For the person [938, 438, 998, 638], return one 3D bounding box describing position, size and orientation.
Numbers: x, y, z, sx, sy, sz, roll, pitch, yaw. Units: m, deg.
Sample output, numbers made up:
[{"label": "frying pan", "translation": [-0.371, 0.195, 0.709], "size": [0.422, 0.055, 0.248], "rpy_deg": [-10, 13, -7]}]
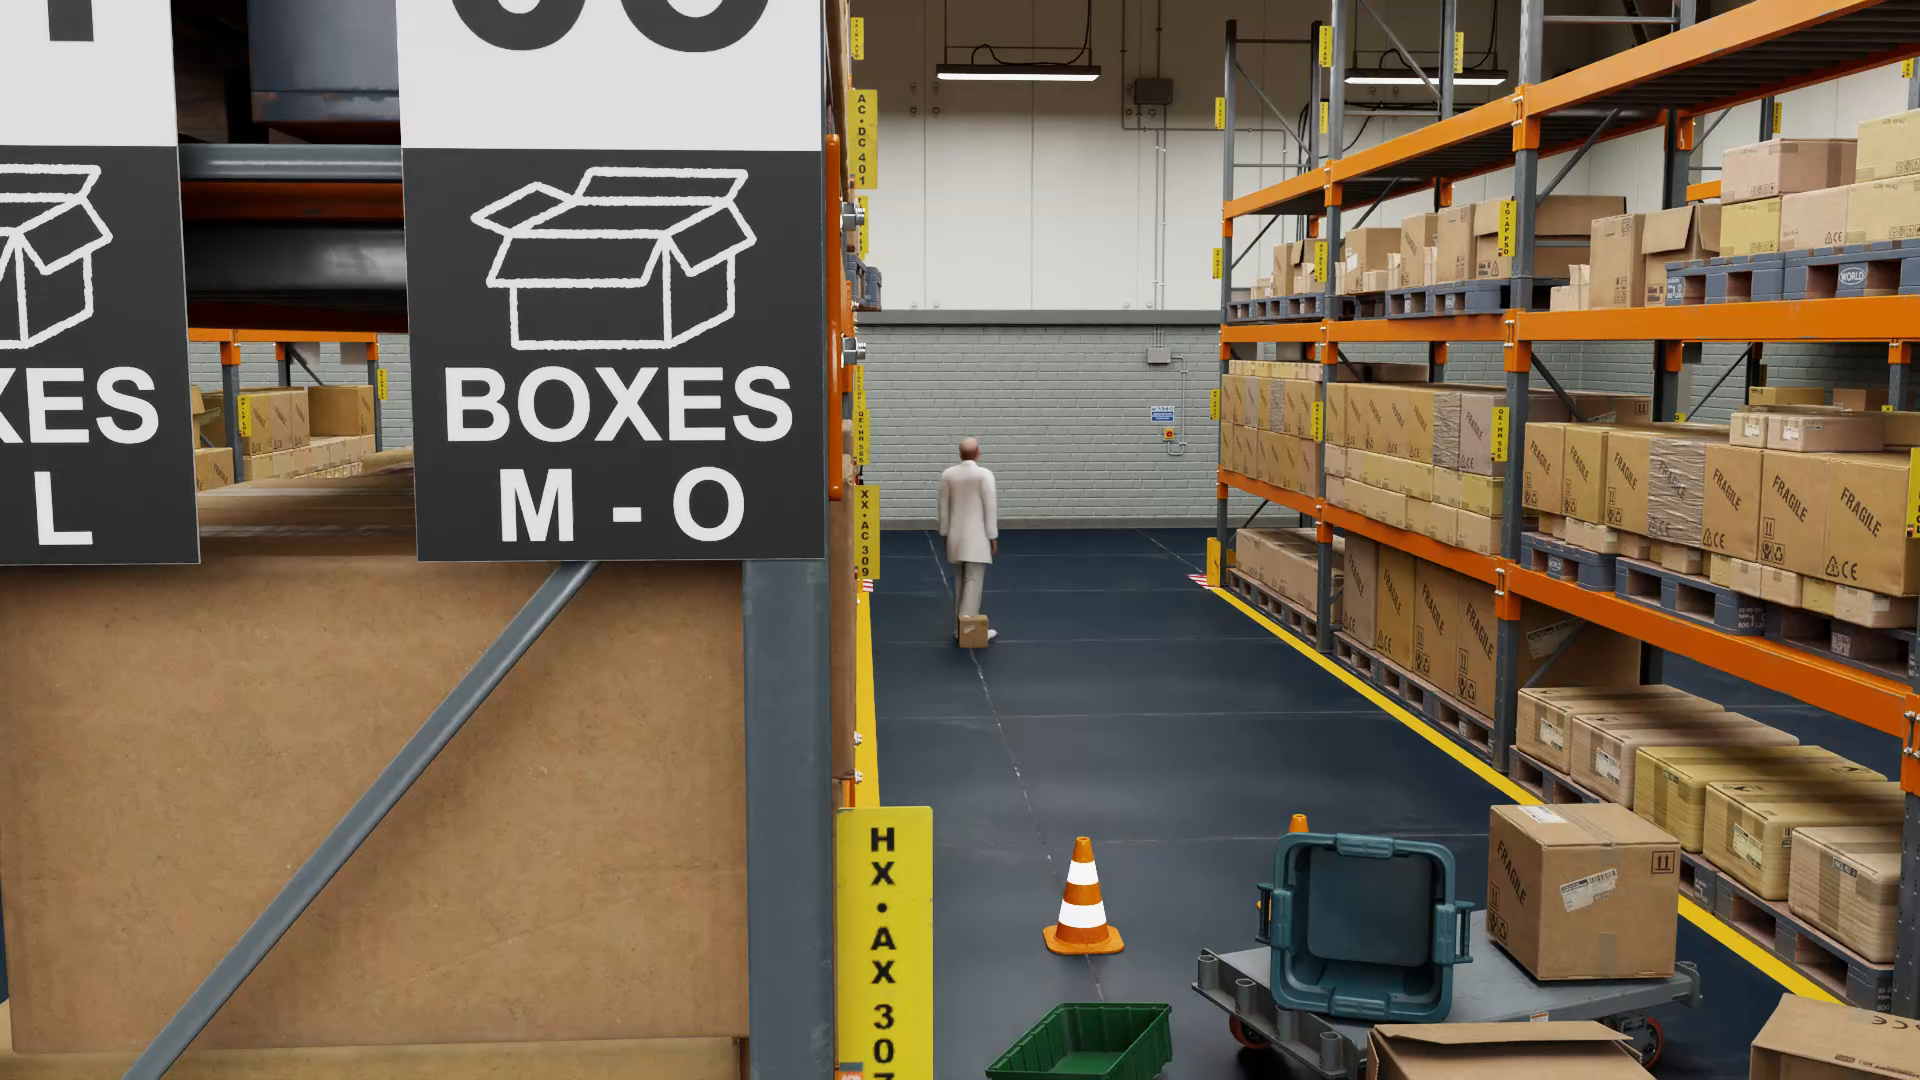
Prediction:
[{"label": "person", "translation": [0.088, -0.021, 14.844], "size": [0.600, 1.780, 0.585], "rpy_deg": [5, 8, 37]}]
